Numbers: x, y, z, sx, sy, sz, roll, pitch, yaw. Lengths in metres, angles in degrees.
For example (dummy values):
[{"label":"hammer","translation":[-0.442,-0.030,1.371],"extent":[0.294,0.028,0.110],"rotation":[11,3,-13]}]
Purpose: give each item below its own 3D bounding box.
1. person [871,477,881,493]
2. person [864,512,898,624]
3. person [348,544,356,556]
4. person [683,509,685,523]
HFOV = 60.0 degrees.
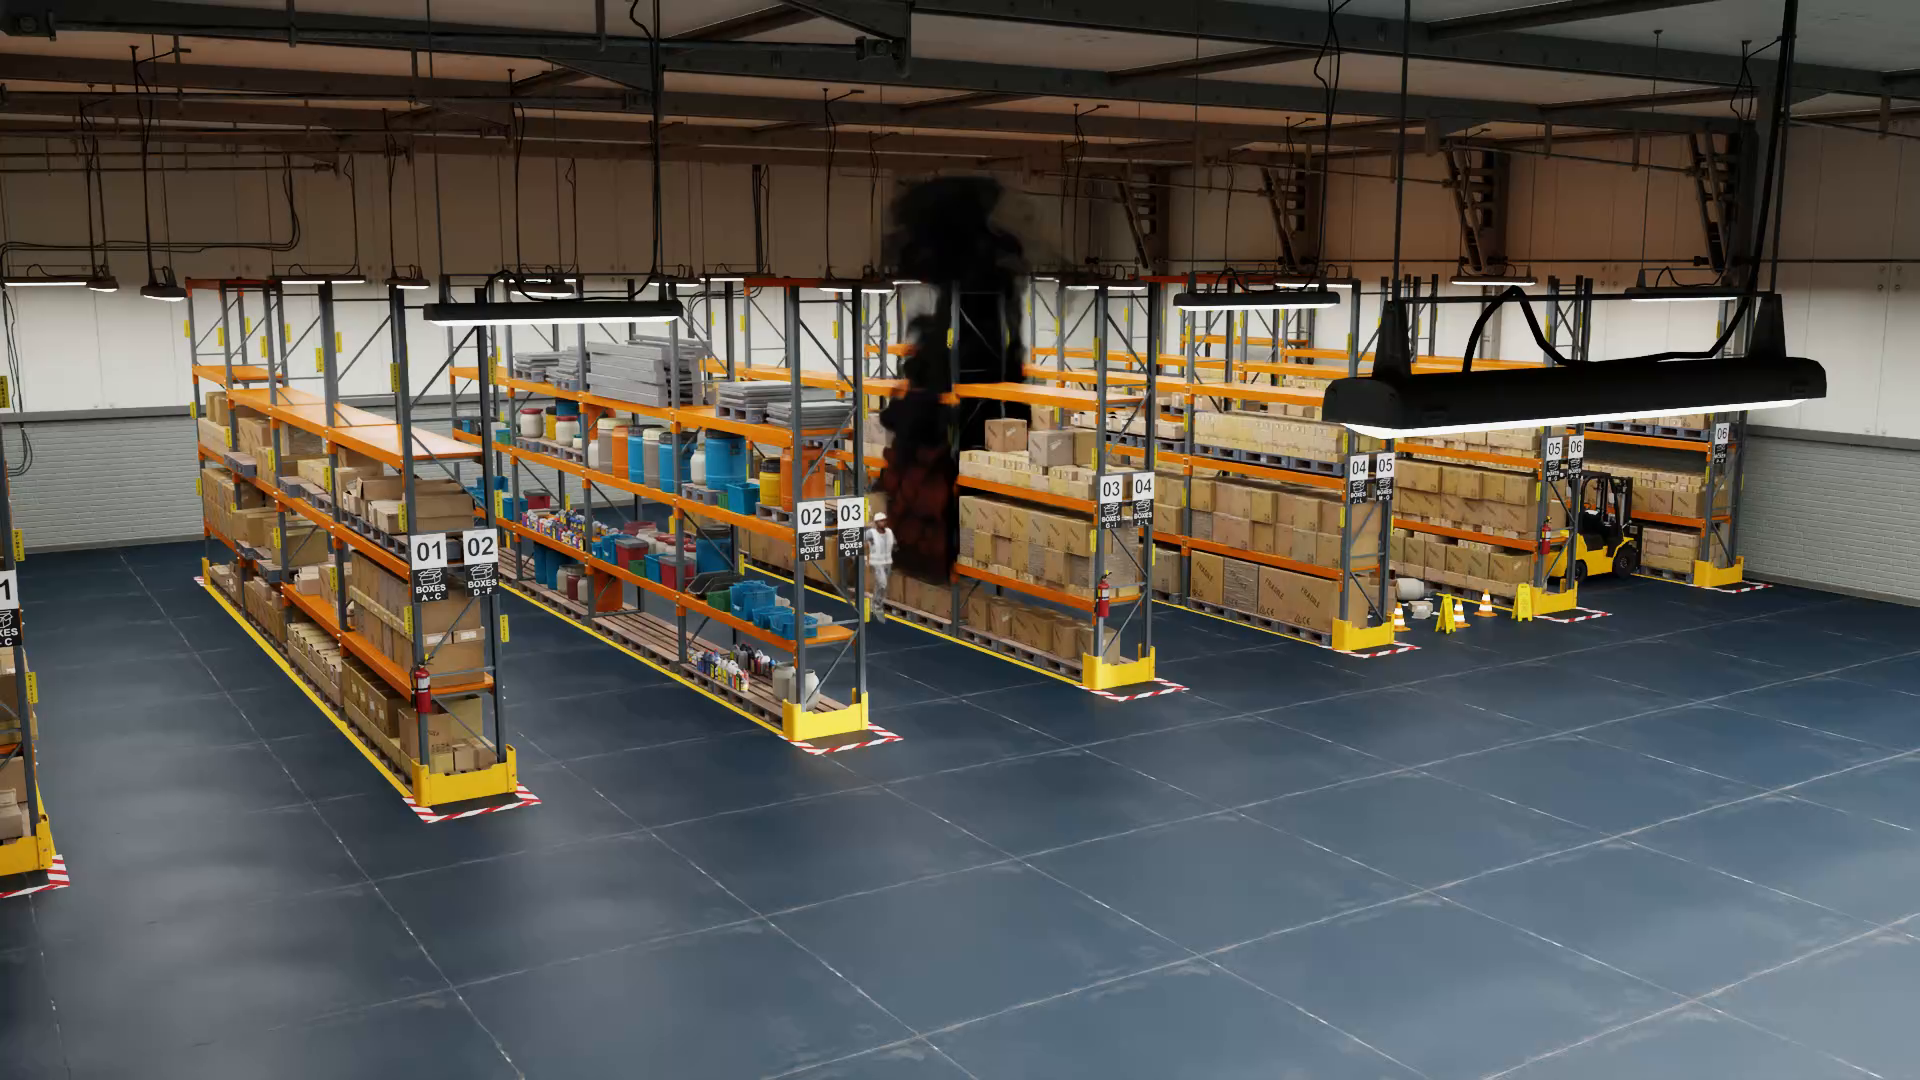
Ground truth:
[{"label":"person","translation":[-2.033,-1.527,42.052],"extent":[0.717,1.728,0.673],"rotation":[0,10,2]},{"label":"person","translation":[-1.327,0.470,28.238],"extent":[0.656,1.881,0.723],"rotation":[-9,13,-42]},{"label":"person","translation":[-11.886,0.022,32.681],"extent":[0.718,1.731,0.699],"rotation":[-7,12,-36]},{"label":"person","translation":[-6.585,-1.034,39.197],"extent":[0.533,1.662,0.588],"rotation":[-6,11,-30]}]
